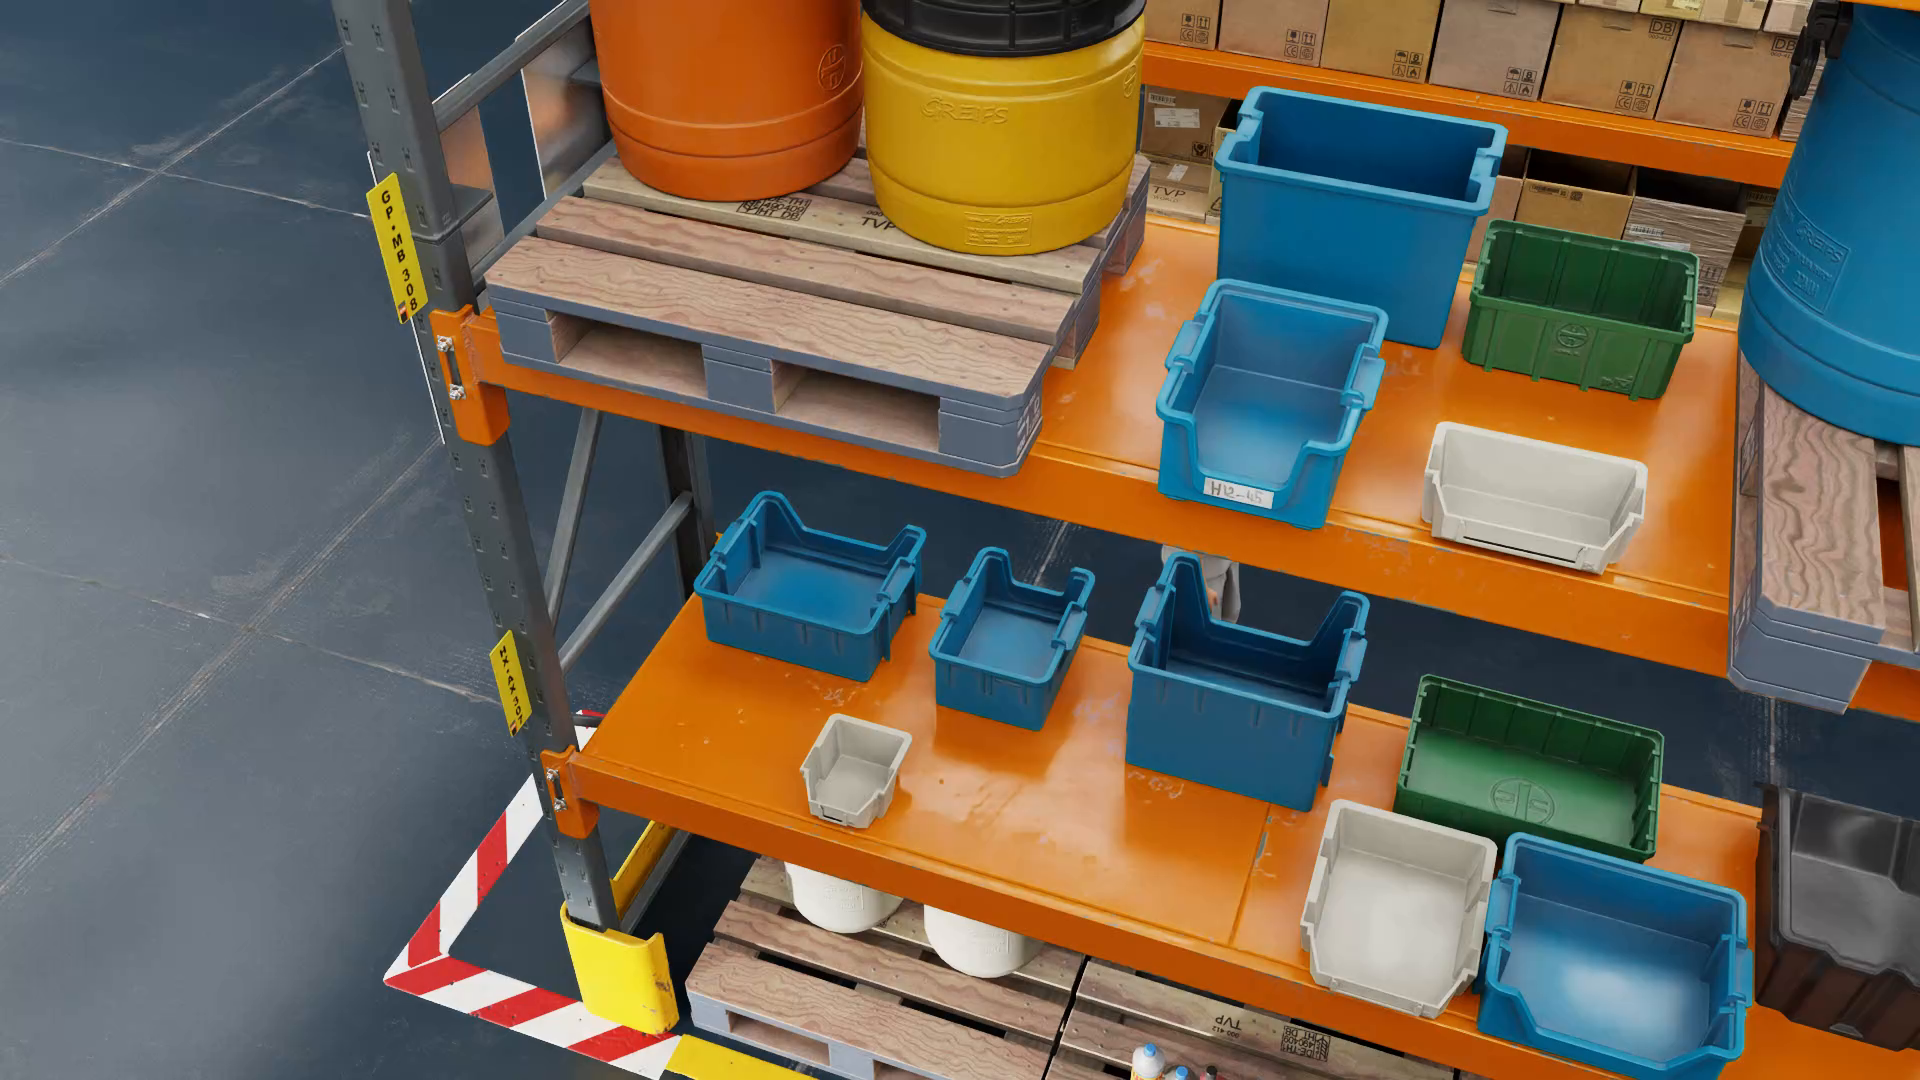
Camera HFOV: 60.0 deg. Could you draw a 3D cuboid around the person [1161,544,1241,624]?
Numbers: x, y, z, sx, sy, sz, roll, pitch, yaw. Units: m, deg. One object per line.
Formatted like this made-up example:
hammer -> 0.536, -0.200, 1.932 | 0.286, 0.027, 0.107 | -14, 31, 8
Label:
person -> 0.939, 0.065, 6.086 | 0.406, 1.673, 0.486 | 14, 44, 15
